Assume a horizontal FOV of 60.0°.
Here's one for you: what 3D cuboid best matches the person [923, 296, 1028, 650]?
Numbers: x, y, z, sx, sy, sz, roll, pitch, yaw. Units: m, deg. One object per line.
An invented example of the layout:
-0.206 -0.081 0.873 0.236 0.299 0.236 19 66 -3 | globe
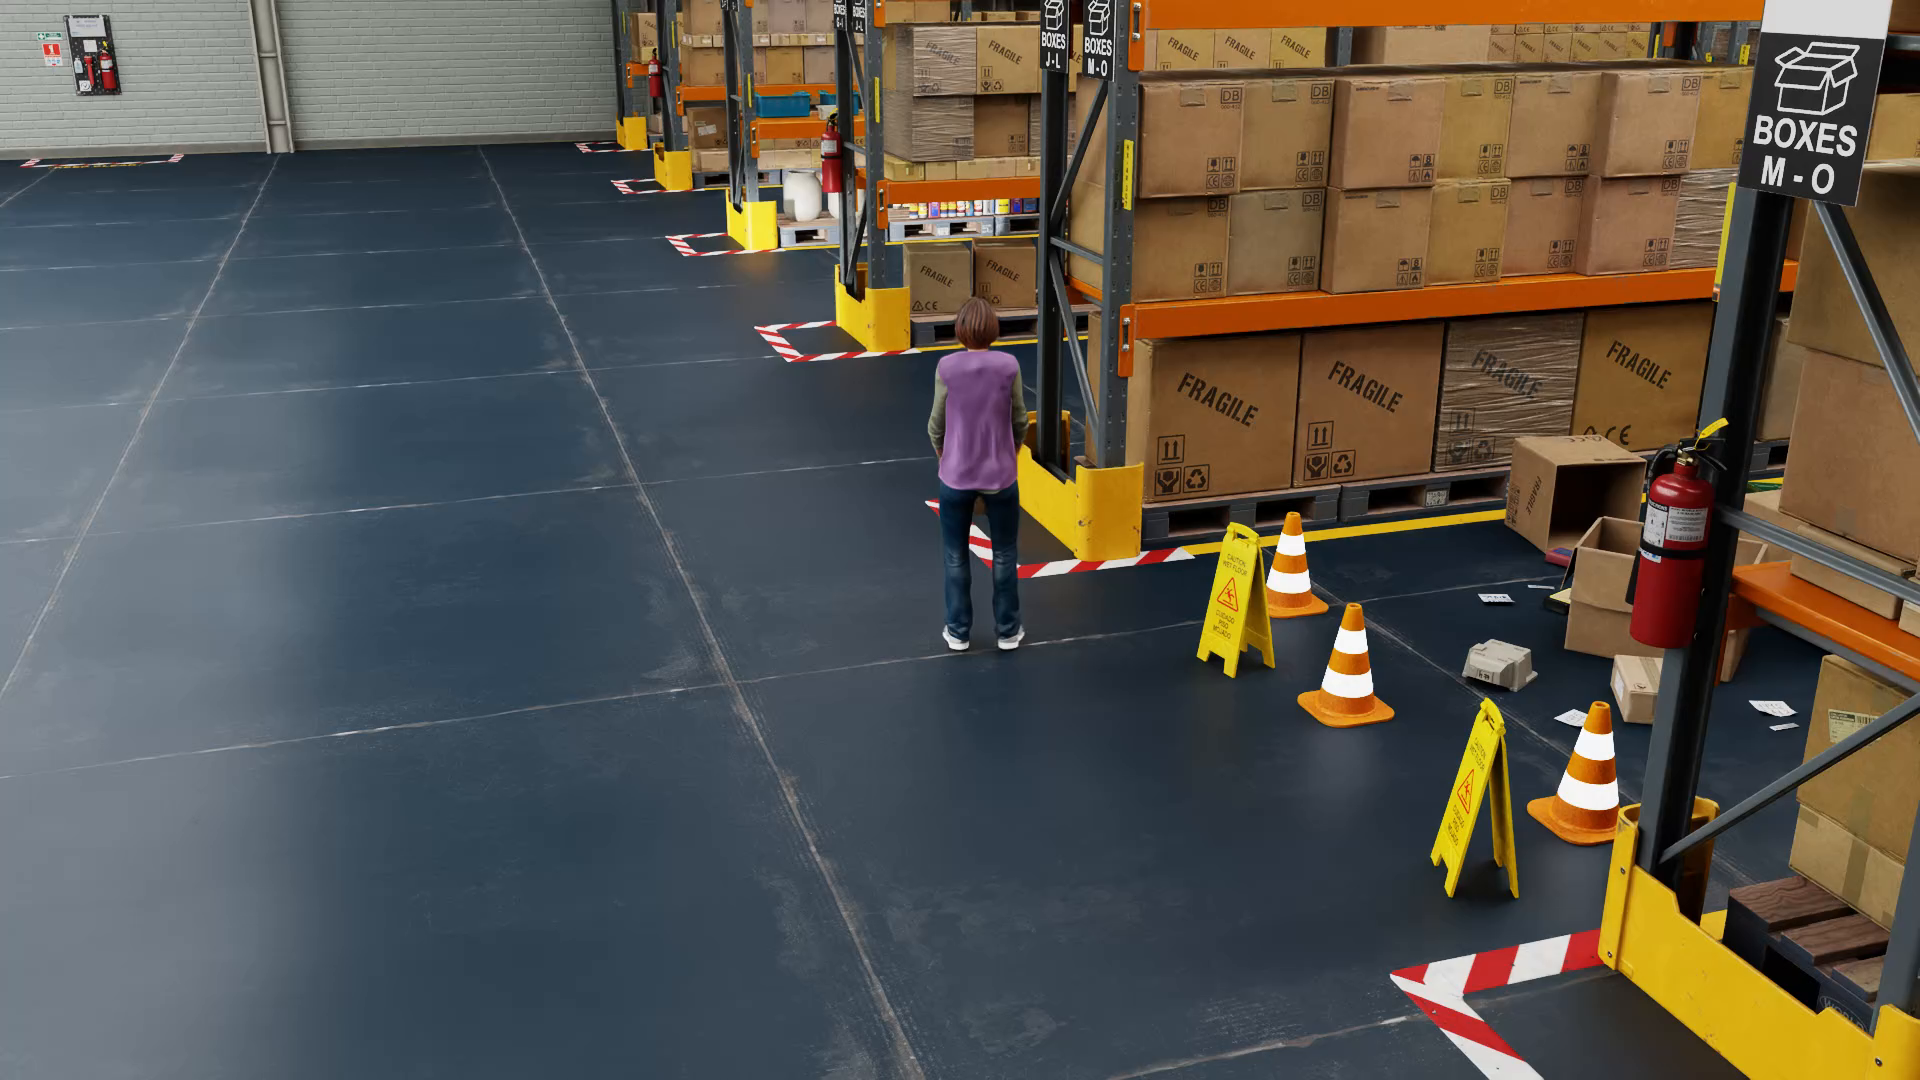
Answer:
0.074 -0.271 7.352 0.478 1.591 0.345 -1 20 -4 | person
